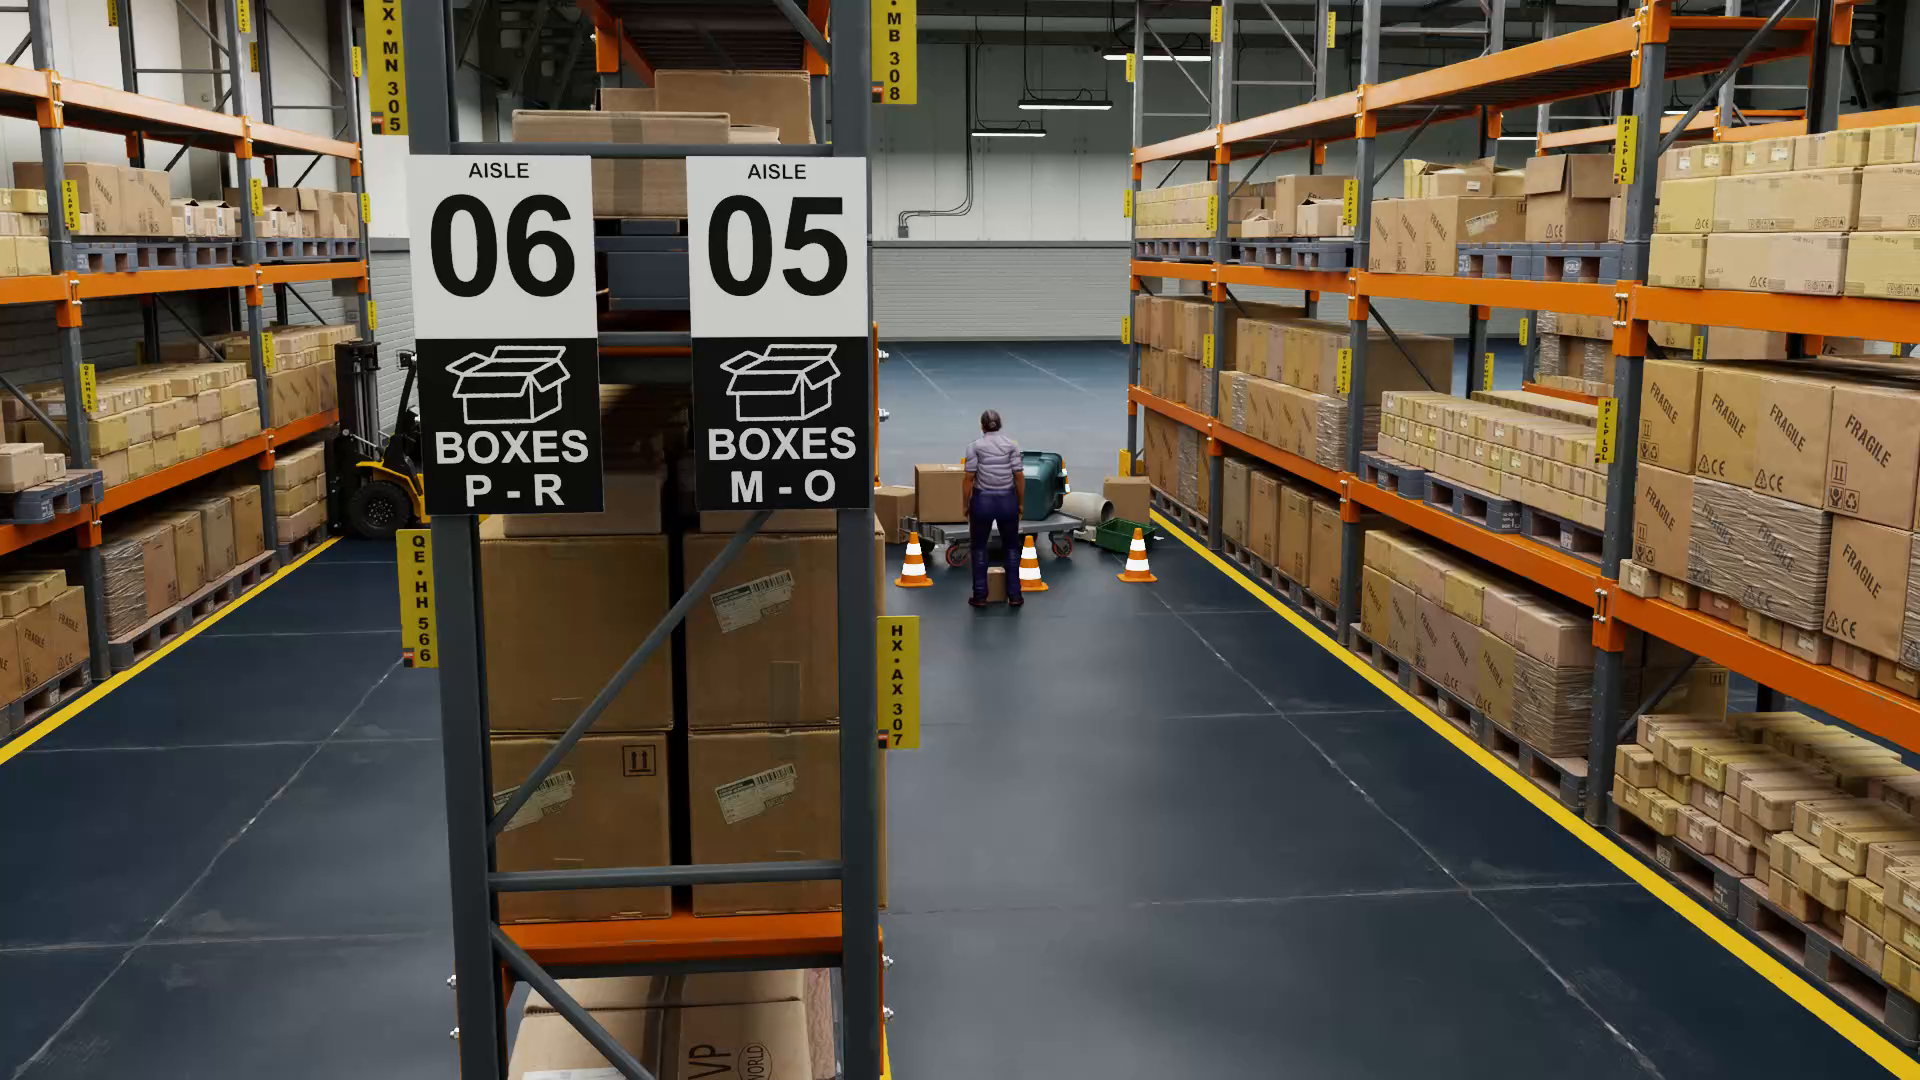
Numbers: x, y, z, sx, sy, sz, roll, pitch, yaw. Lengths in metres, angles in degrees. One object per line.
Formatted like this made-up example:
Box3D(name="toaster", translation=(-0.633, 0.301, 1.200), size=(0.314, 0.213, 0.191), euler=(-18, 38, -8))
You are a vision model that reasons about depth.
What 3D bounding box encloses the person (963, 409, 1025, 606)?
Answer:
Box3D(name="person", translation=(0.289, -0.267, 13.924), size=(0.541, 1.652, 0.368), euler=(-1, 10, -6))
